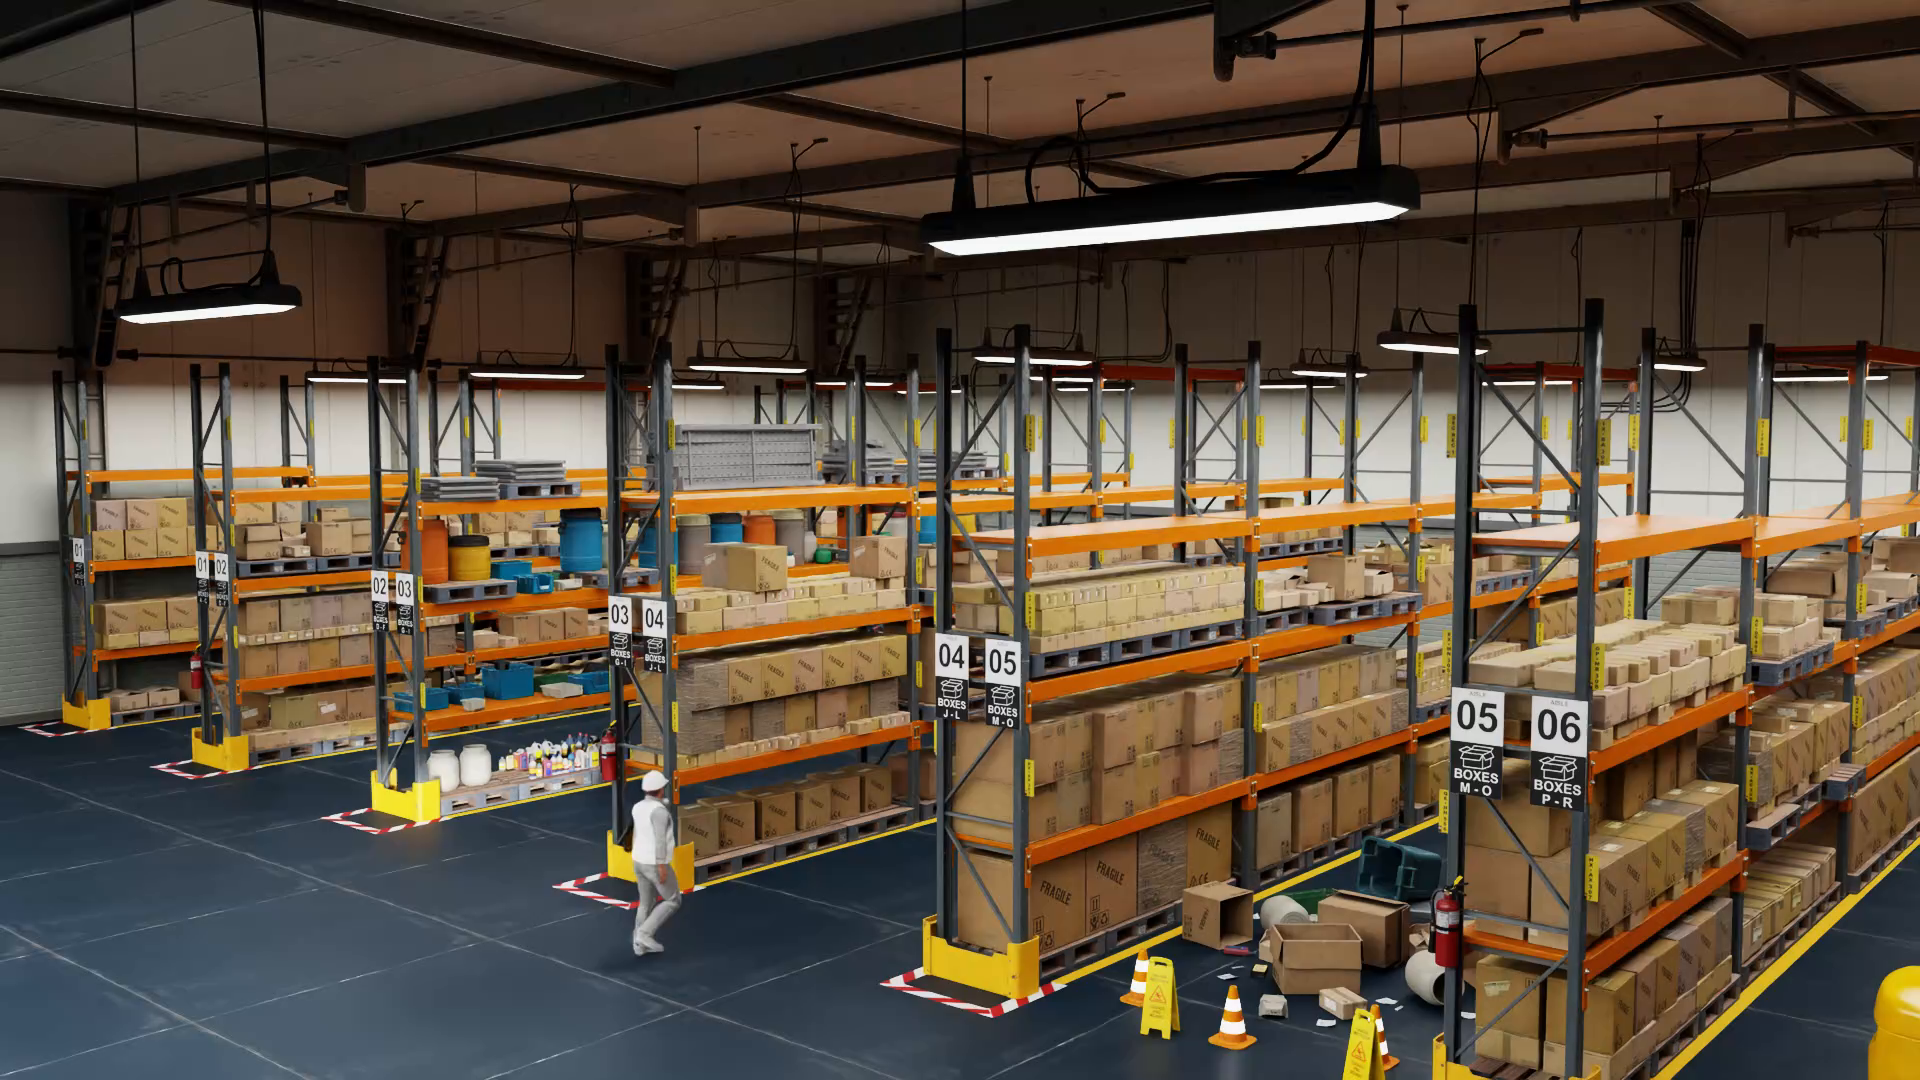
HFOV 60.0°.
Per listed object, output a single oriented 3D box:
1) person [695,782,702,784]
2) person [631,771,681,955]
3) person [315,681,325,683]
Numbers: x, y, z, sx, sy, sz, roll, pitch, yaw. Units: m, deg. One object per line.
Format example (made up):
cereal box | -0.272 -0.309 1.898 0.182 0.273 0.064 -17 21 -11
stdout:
person | -3.472 2.553 23.943 0.661 1.820 0.688 0 4 -3
person | -2.990 3.116 16.061 0.478 1.763 0.571 -3 5 -39
person | -10.993 2.330 28.432 0.439 1.599 0.660 3 5 34
